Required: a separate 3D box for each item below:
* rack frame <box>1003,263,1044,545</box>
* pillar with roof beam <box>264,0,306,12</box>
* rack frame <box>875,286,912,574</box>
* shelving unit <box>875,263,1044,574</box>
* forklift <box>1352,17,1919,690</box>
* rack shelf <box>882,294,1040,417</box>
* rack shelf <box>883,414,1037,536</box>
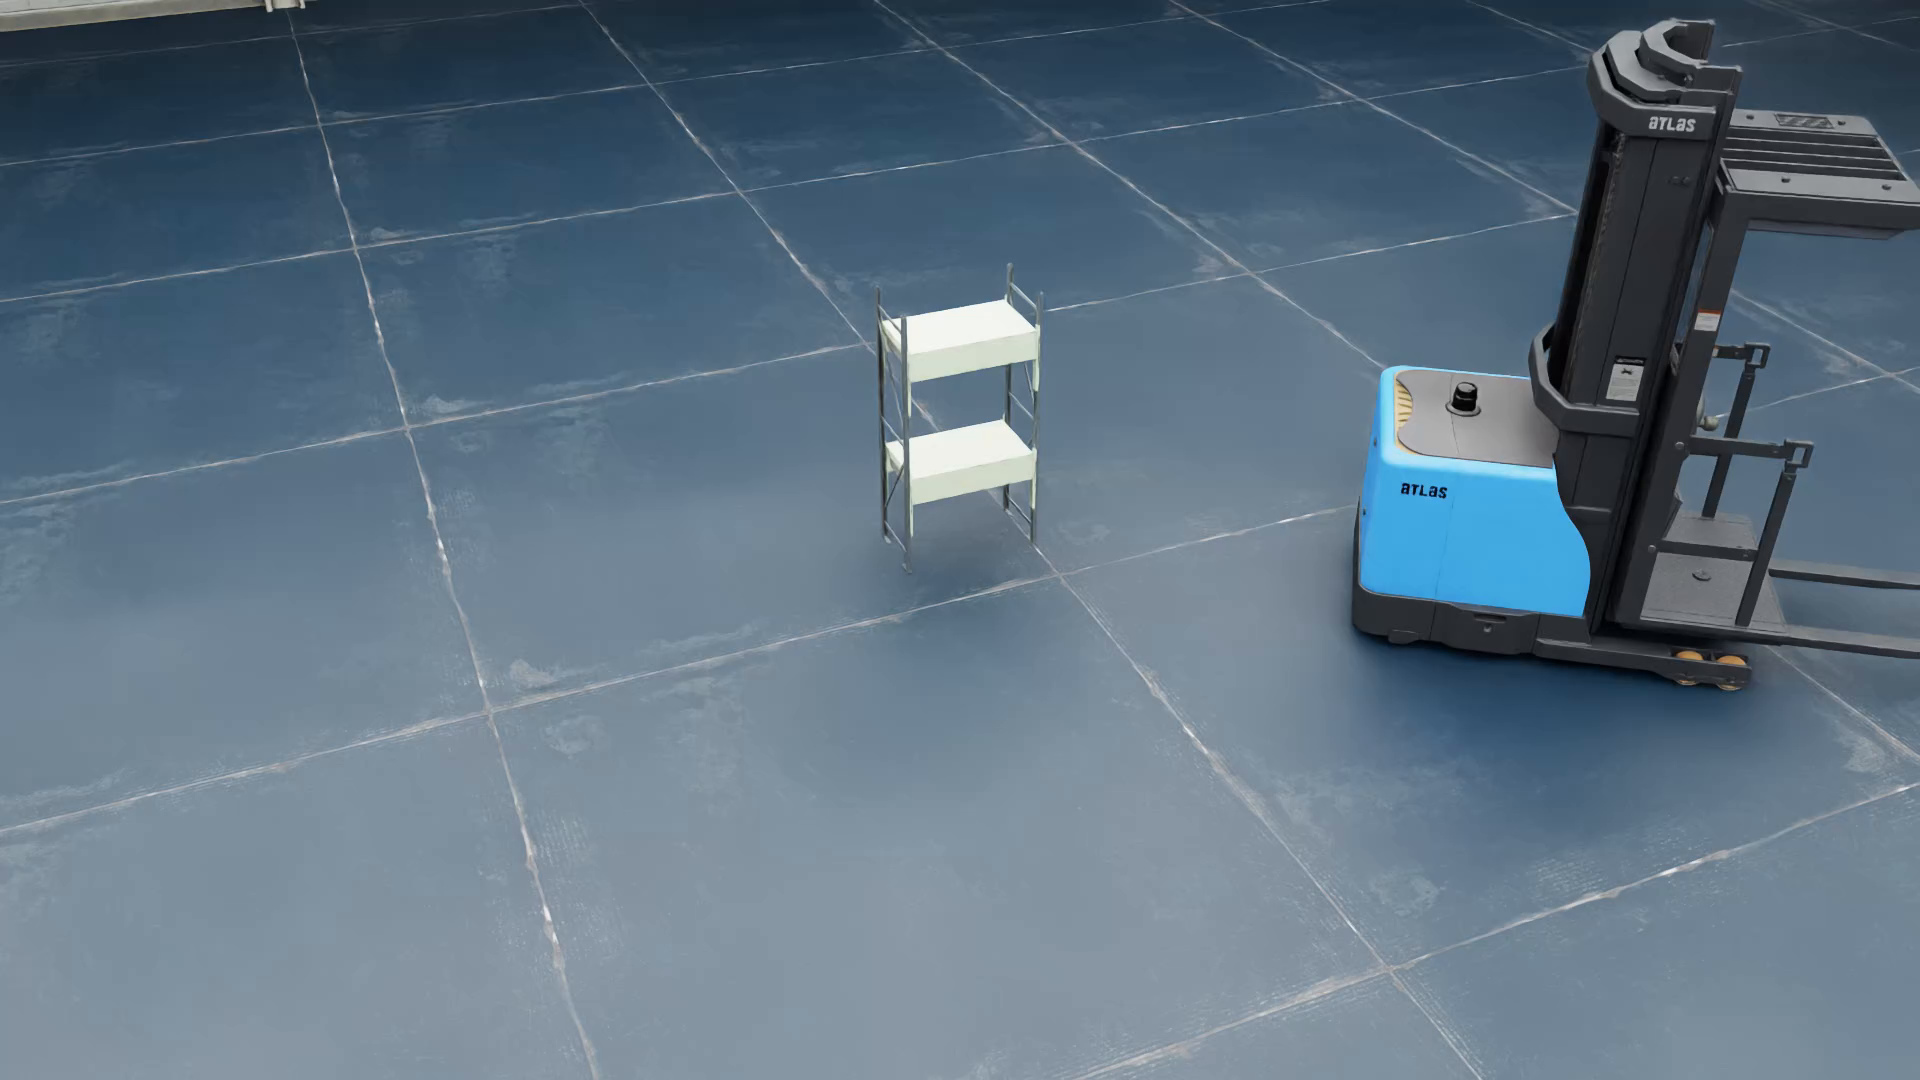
[{"bbox_3d":[0.331,-0.704,8.876,0.023,1.500,0.400,-13,35,-19],"label":"rack frame"},{"bbox_3d":[-5.674,-7.416,12.314,0.400,9.000,9.100,-13,35,-19],"label":"pillar with roof beam"},{"bbox_3d":[-0.344,-0.550,8.638,0.023,1.500,0.400,-13,35,-19],"label":"rack frame"},{"bbox_3d":[-0.006,-0.627,8.757,0.755,1.500,0.431,-13,35,-19],"label":"shelving unit"},{"bbox_3d":[3.552,-0.818,7.738,3.031,2.935,1.130,7,34,10],"label":"forklift"},{"bbox_3d":[-0.006,-0.954,8.544,0.720,0.370,0.431,-13,35,-19],"label":"rack shelf"},{"bbox_3d":[-0.006,-0.354,8.935,0.720,0.370,0.431,-13,35,-19],"label":"rack shelf"}]
